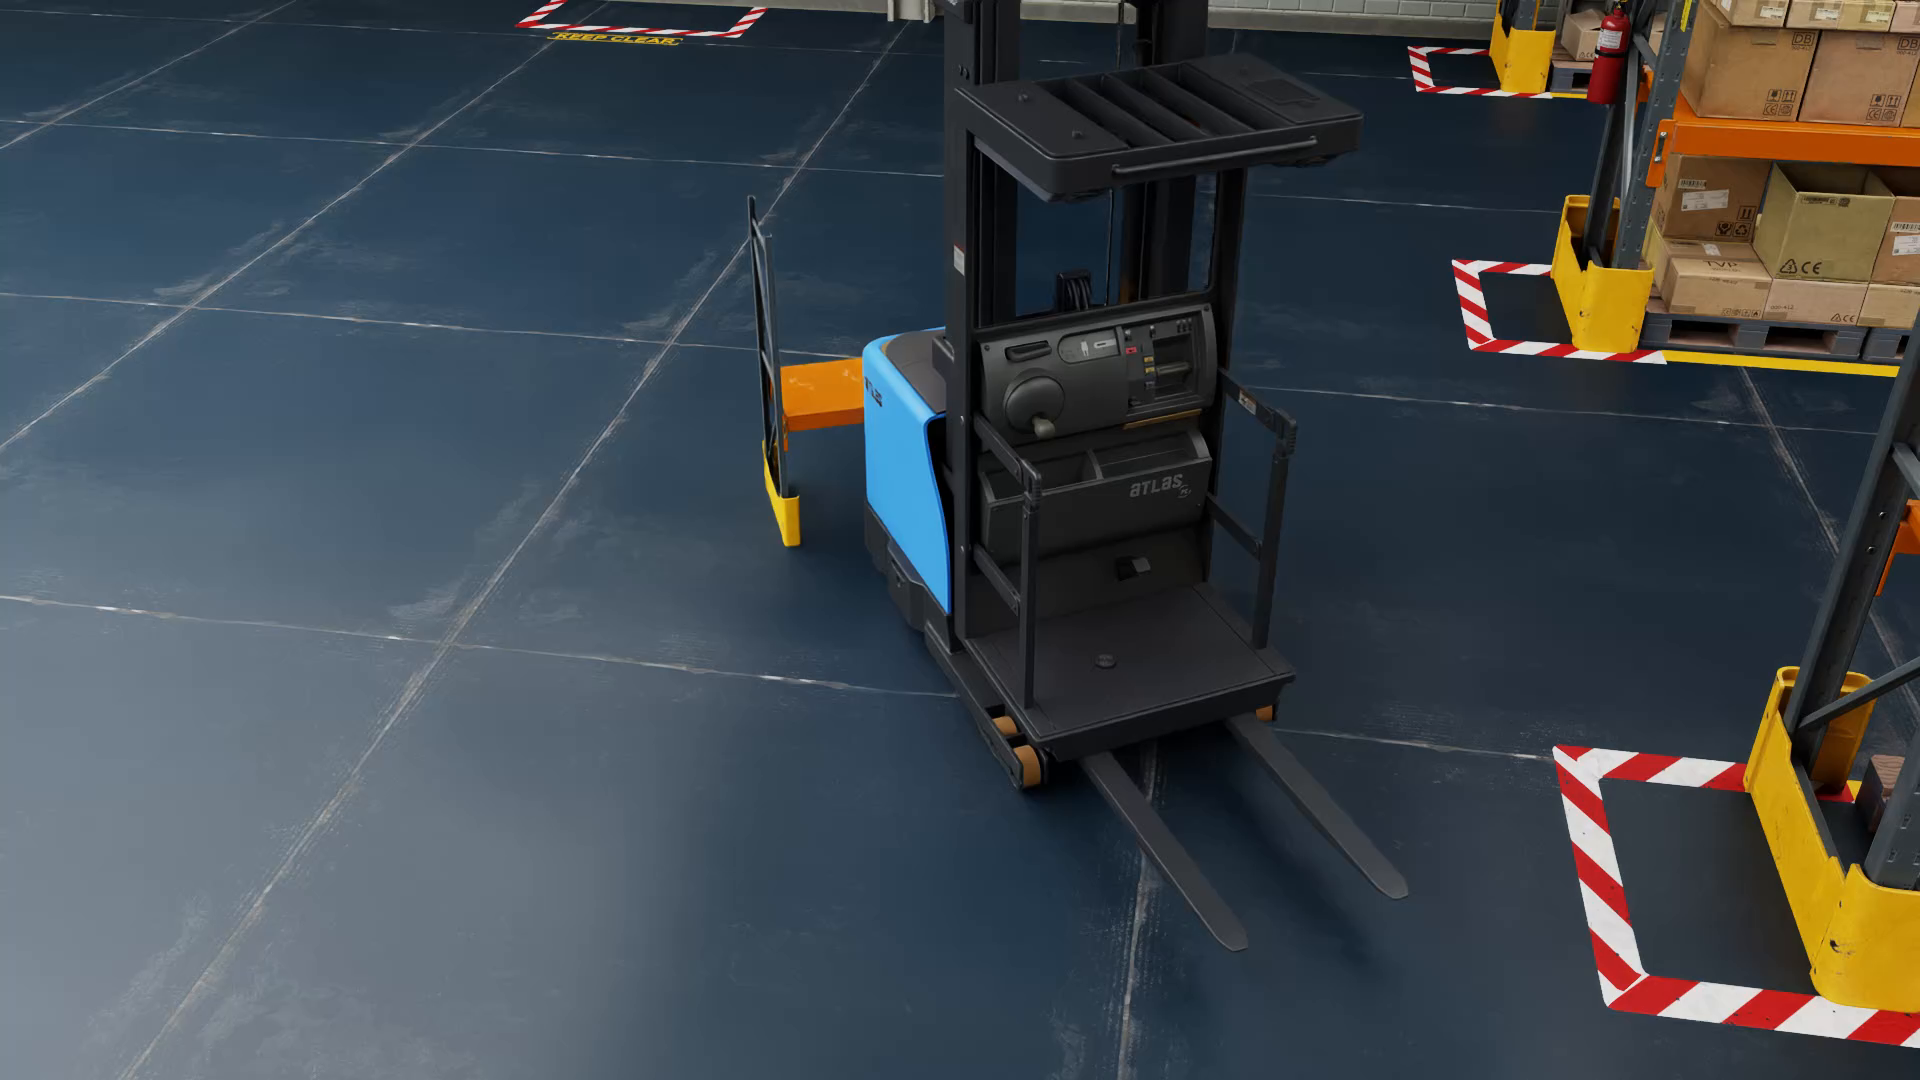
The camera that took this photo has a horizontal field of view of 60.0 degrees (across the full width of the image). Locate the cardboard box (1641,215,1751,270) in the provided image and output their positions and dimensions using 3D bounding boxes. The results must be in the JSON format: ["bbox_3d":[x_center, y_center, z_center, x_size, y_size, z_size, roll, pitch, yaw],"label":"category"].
[{"bbox_3d":[4.376,-1.762,9.933,0.500,0.250,0.500,5,32,8],"label":"cardboard box"}]

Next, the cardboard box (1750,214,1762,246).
[{"bbox_3d":[4.871,-1.723,9.872,0.500,0.250,0.500,5,32,8],"label":"cardboard box"}]

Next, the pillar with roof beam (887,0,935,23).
[{"bbox_3d":[-1.175,-6.450,9.574,0.400,9.000,9.100,5,32,8],"label":"pillar with roof beam"}]

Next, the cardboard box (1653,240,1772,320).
[{"bbox_3d":[4.289,-1.491,9.500,0.500,0.250,0.500,5,32,8],"label":"cardboard box"}]

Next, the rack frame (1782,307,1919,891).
[{"bbox_3d":[2.961,-0.052,5.006,0.127,3.000,1.000,5,32,8],"label":"rack frame"}]

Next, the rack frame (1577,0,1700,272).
[{"bbox_3d":[3.798,-2.642,9.144,0.127,3.000,1.000,5,32,8],"label":"rack frame"}]

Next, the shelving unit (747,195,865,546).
[{"bbox_3d":[-0.363,-0.829,7.660,1.083,1.500,0.587,-8,33,-12],"label":"shelving unit"}]

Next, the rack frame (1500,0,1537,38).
[{"bbox_3d":[4.628,-5.234,13.284,0.127,3.000,1.000,5,32,8],"label":"rack frame"}]

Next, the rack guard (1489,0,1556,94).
[{"bbox_3d":[4.703,-4.167,13.936,0.348,0.500,1.175,5,32,8],"label":"rack guard"}]

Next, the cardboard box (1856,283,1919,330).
[{"bbox_3d":[5.276,-1.403,9.360,0.500,0.250,0.500,5,32,8],"label":"cardboard box"}]

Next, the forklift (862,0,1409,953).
[{"bbox_3d":[0.596,-0.562,5.885,1.130,2.935,3.031,-12,34,-19],"label":"forklift"}]

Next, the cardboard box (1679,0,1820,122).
[{"bbox_3d":[4.256,-2.636,9.041,0.500,0.500,0.700,5,32,8],"label":"cardboard box"}]

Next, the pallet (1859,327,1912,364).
[{"bbox_3d":[5.758,-1.304,9.634,1.213,0.211,1.003,5,32,8],"label":"pallet"}]

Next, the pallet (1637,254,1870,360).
[{"bbox_3d":[4.559,-1.414,9.810,1.213,0.211,1.003,5,32,8],"label":"pallet"}]

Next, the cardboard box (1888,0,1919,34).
[{"bbox_3d":[4.903,-2.743,8.600,0.250,0.149,0.380,5,32,7],"label":"cardboard box"}]

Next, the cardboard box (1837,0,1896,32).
[{"bbox_3d":[4.655,-2.767,8.638,0.250,0.149,0.380,5,32,8],"label":"cardboard box"}]

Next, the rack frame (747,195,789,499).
[{"bbox_3d":[-0.863,-0.760,7.550,0.032,1.500,0.500,-8,33,-12],"label":"rack frame"}]

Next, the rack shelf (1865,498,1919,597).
[{"bbox_3d":[4.933,0.431,4.912,4.000,0.370,1.077,5,32,8],"label":"rack shelf"}]

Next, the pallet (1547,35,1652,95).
[{"bbox_3d":[5.498,-3.954,13.868,1.213,0.211,1.003,5,32,8],"label":"pallet"}]

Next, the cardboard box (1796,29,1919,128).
[{"bbox_3d":[4.775,-2.592,8.970,0.500,0.500,0.700,6,33,9],"label":"cardboard box"}]

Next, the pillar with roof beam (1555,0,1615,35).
[{"bbox_3d":[4.739,-5.915,8.718,0.400,9.000,9.100,5,32,8],"label":"pillar with roof beam"}]

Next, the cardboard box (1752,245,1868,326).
[{"bbox_3d":[4.783,-1.448,9.432,0.500,0.250,0.500,5,32,8],"label":"cardboard box"}]

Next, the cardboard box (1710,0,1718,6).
[{"bbox_3d":[4.207,-3.025,9.050,0.250,0.149,0.380,5,32,7],"label":"cardboard box"}]

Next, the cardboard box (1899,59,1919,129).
[{"bbox_3d":[5.263,-2.545,8.894,0.500,0.500,0.700,5,32,9],"label":"cardboard box"}]

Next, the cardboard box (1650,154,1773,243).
[{"bbox_3d":[4.377,-2.081,9.736,0.500,0.500,0.500,5,32,8],"label":"cardboard box"}]

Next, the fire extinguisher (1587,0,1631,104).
[{"bbox_3d":[3.760,-2.863,9.570,0.183,0.674,0.296,5,32,8],"label":"fire extinguisher"}]

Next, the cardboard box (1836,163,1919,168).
[{"bbox_3d":[5.365,-1.999,9.605,0.500,0.500,0.500,5,32,8],"label":"cardboard box"}]

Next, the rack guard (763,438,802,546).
[{"bbox_3d":[-0.845,-0.233,7.886,0.087,0.250,0.587,-8,33,-12],"label":"rack guard"}]

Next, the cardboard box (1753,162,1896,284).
[{"bbox_3d":[4.782,-1.765,9.231,0.500,0.500,0.500,5,32,8],"label":"cardboard box"}]

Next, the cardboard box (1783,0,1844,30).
[{"bbox_3d":[4.409,-2.790,8.674,0.250,0.149,0.380,4,32,7],"label":"cardboard box"}]

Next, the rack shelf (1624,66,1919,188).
[{"bbox_3d":[5.770,-2.159,9.050,4.000,0.370,1.077,5,32,8],"label":"rack shelf"}]

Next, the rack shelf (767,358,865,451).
[{"bbox_3d":[-0.371,-0.675,7.754,1.000,0.185,0.538,-8,33,-12],"label":"rack shelf"}]

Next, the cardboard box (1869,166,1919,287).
[{"bbox_3d":[5.278,-1.727,9.171,0.500,0.500,0.500,5,32,8],"label":"cardboard box"}]

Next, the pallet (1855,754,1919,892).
[{"bbox_3d":[3.844,1.187,5.654,1.213,0.211,1.003,5,32,8],"label":"pallet"}]

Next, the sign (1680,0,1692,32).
[{"bbox_3d":[3.699,-2.753,8.431,0.005,0.325,0.100,5,32,8],"label":"sign"}]

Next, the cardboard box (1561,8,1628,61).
[{"bbox_3d":[5.295,-4.171,13.707,0.500,0.311,0.500,2,32,3],"label":"cardboard box"}]

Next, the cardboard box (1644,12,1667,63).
[{"bbox_3d":[5.857,-4.121,13.625,0.500,0.311,0.500,8,33,12],"label":"cardboard box"}]

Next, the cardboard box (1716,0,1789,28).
[{"bbox_3d":[4.149,-2.812,8.710,0.250,0.149,0.380,5,32,8],"label":"cardboard box"}]

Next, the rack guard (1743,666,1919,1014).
[{"bbox_3d":[3.044,0.990,5.698,0.348,0.500,1.175,5,32,8],"label":"rack guard"}]

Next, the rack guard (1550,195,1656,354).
[{"bbox_3d":[3.774,-1.585,9.811,0.348,0.500,1.175,5,32,8],"label":"rack guard"}]
